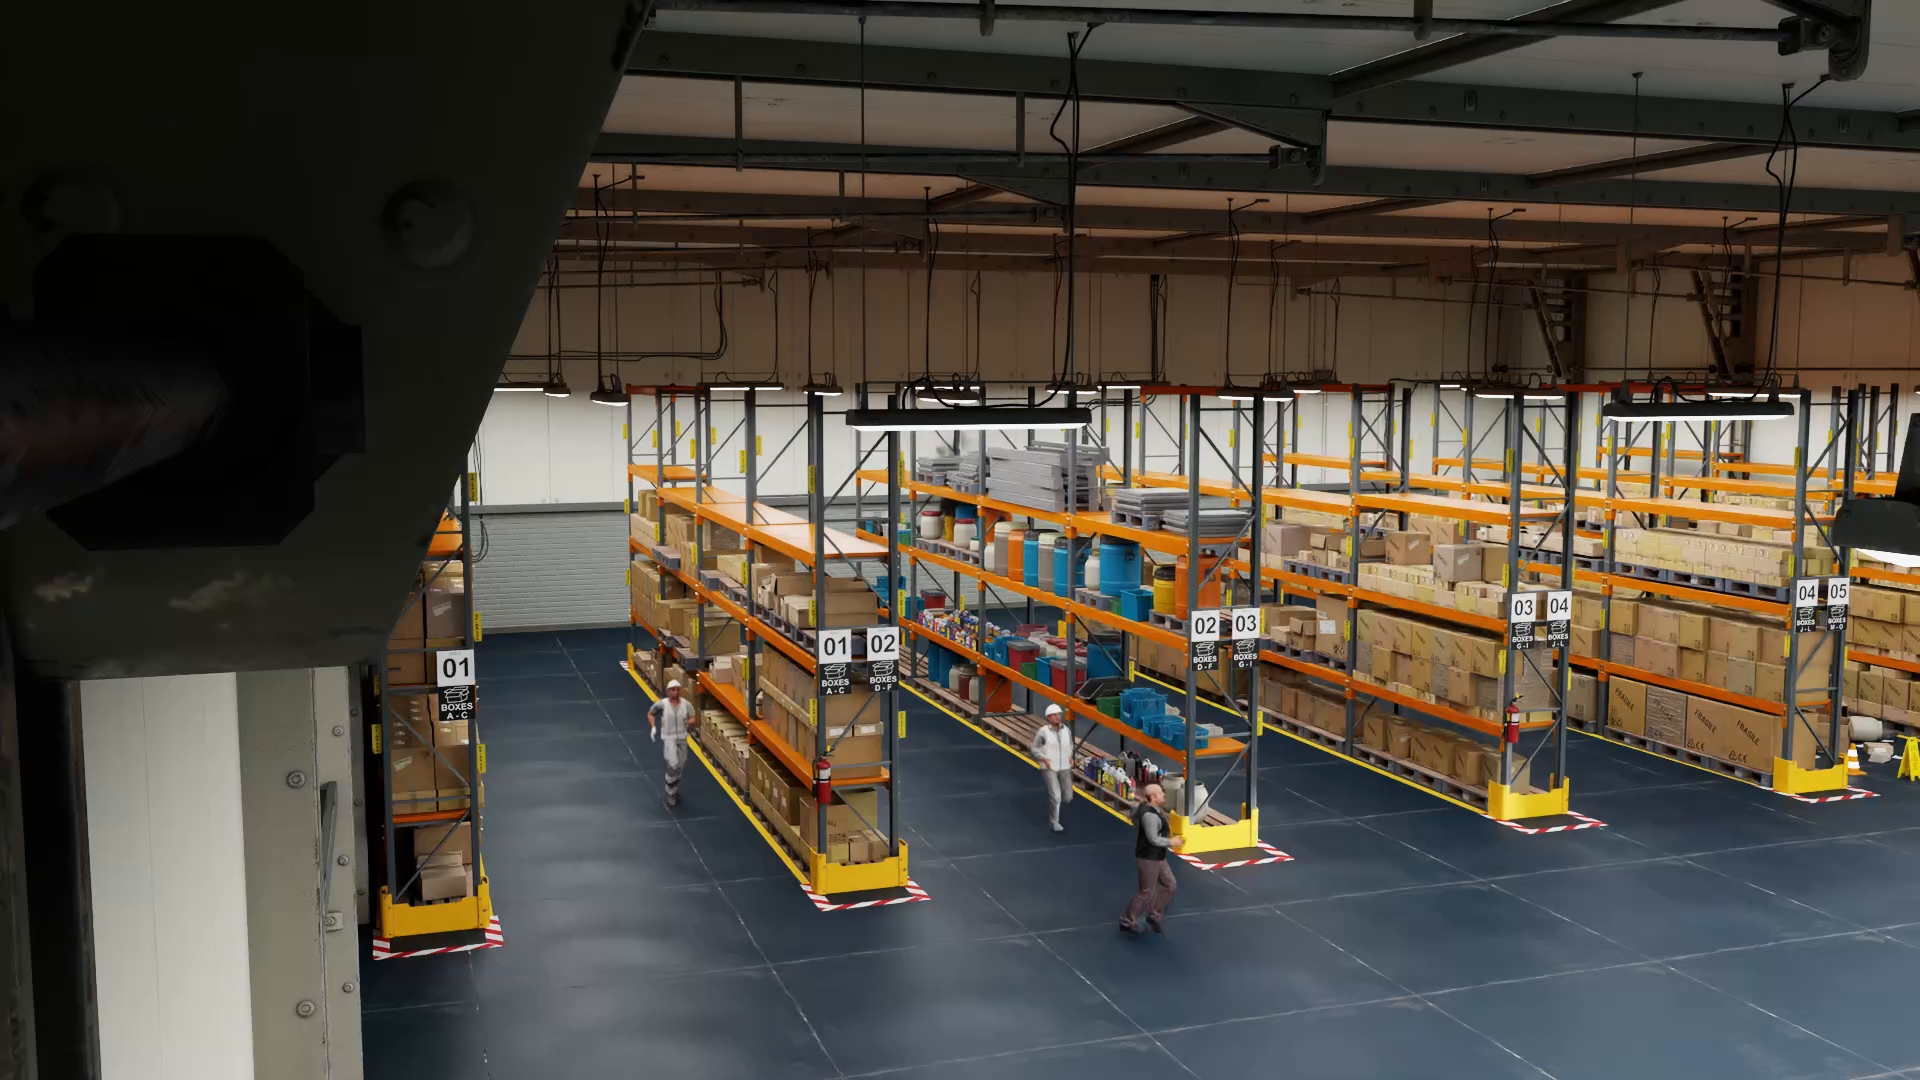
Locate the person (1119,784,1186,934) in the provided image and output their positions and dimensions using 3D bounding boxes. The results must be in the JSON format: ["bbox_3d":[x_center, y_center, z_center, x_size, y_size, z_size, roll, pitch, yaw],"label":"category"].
[{"bbox_3d":[2.148,3.587,18.537,0.731,1.777,0.672,1,6,9],"label":"person"}]

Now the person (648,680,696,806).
[{"bbox_3d":[-4.161,2.944,24.227,0.642,1.828,0.747,-3,7,-28],"label":"person"}]

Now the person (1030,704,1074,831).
[{"bbox_3d":[1.295,3.115,22.869,0.657,1.721,0.612,-2,6,-22],"label":"person"}]
